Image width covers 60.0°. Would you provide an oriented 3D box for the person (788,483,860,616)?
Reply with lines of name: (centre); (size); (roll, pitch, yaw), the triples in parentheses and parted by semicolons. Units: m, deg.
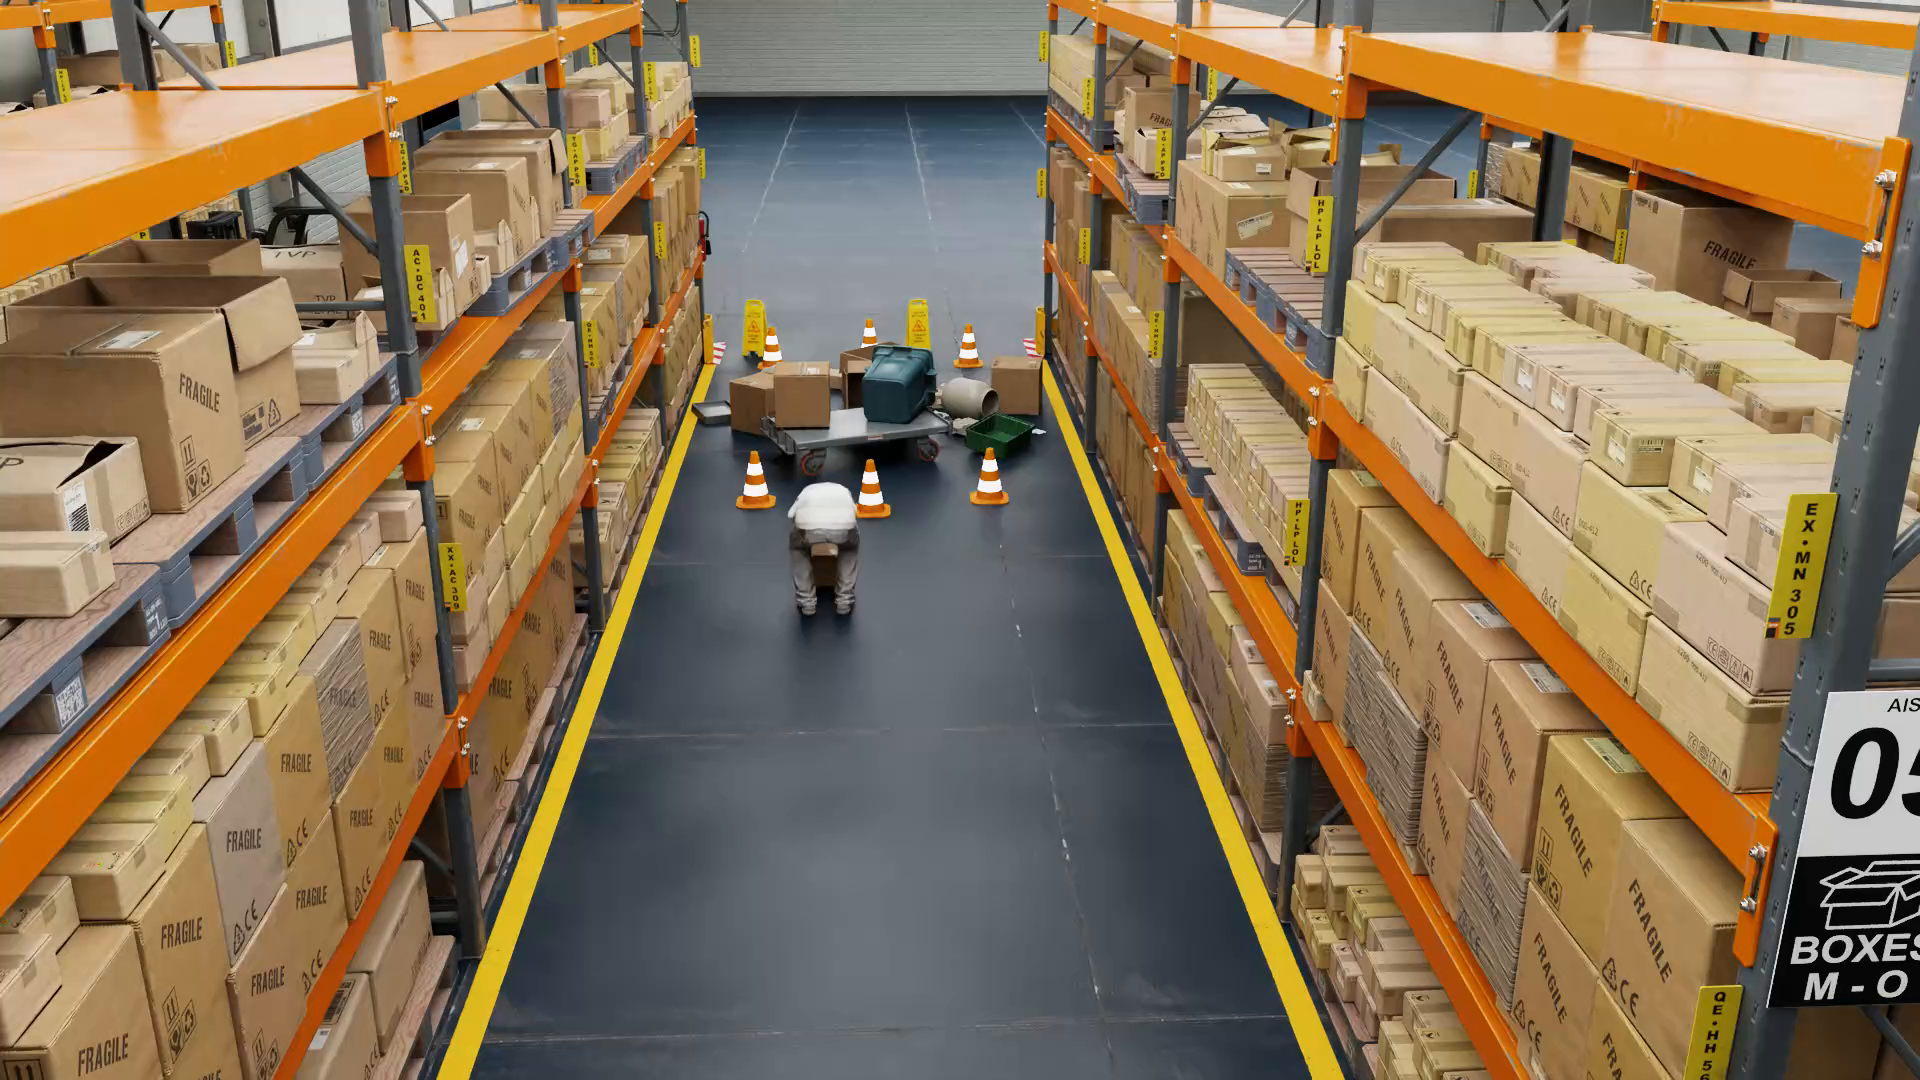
person: (-1.002, 0.001, 12.254); (0.525, 0.945, 0.982); (-2, 20, -6)
